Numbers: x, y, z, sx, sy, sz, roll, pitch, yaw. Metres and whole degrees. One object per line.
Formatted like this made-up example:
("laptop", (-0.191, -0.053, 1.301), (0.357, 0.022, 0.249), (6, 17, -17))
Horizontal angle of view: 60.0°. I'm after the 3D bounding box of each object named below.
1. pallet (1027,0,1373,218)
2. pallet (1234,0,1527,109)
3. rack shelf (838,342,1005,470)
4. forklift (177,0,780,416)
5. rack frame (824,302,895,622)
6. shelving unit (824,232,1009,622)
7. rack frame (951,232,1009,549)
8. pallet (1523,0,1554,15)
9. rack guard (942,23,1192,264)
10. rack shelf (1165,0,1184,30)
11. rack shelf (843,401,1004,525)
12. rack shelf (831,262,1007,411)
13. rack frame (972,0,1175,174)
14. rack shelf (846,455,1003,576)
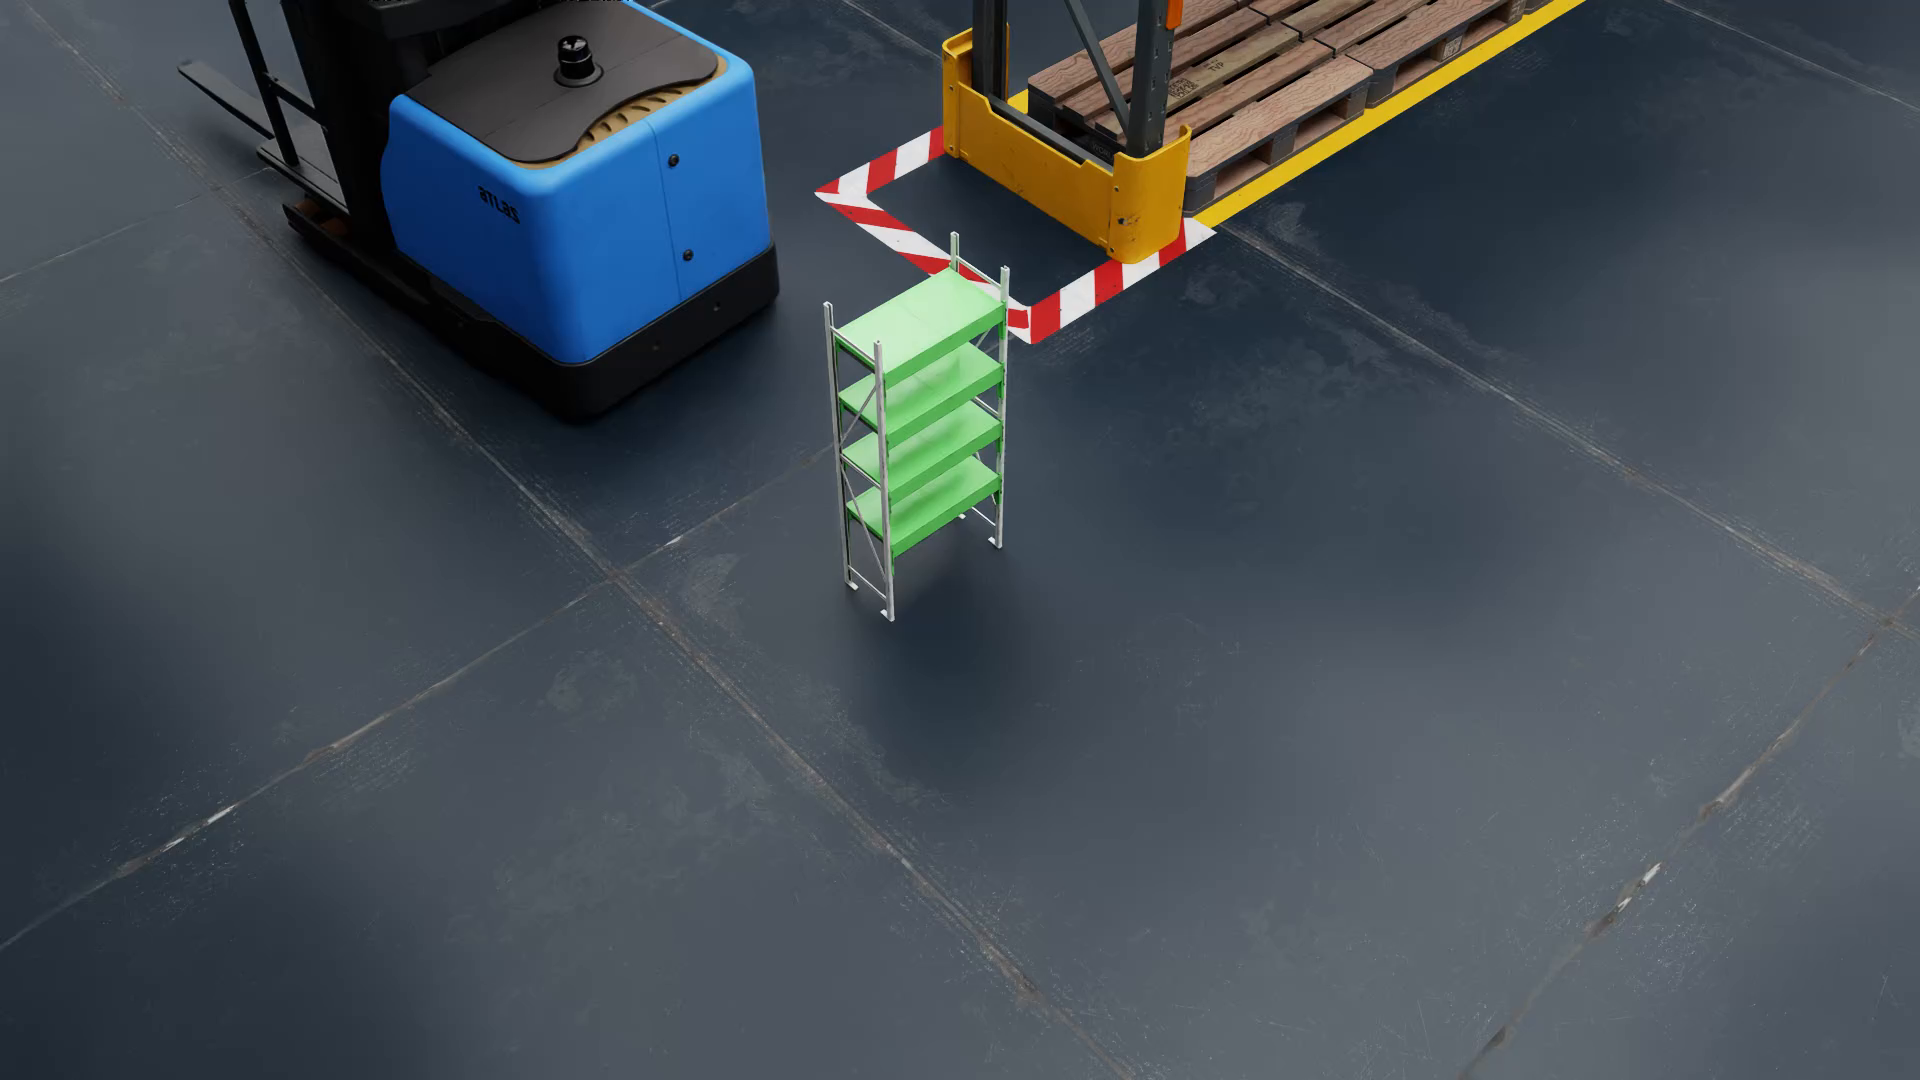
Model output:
("pallet", (1.065, -1.985, 7.438), (1.213, 0.211, 1.003), (-34, 56, -27))
("pallet", (1.968, -2.585, 7.992), (1.213, 0.211, 1.003), (-34, 56, -27))
("rack shelf", (-0.122, -0.444, 5.104), (0.480, 0.148, 0.258), (-34, 56, -27))
("forklift", (-2.142, -2.398, 5.968), (3.031, 2.935, 1.130), (34, 56, 27))
("rack frame", (-0.303, -0.204, 5.122), (0.015, 1.200, 0.240), (-34, 56, -27))
("shelving unit", (-0.122, -0.325, 5.234), (0.503, 1.200, 0.258), (-34, 56, -27))
("rack frame", (0.058, -0.446, 5.345), (0.015, 1.200, 0.240), (-34, 56, -27))
("pallet", (2.871, -3.191, 8.551), (1.213, 0.211, 1.003), (-34, 56, -27))
("rack guard", (0.420, -1.677, 6.958), (0.348, 0.500, 1.175), (-34, 56, -27))
("rack shelf", (1.909, -3.289, 7.233), (4.000, 0.370, 1.077), (-34, 56, -27))
("rack shelf", (-0.122, -0.282, 5.280), (0.480, 0.148, 0.258), (-34, 56, -27))
("rack shelf", (-0.122, -0.607, 4.928), (0.480, 0.148, 0.258), (-34, 56, -27))
("rack frame", (0.429, -2.544, 6.056), (0.127, 3.000, 1.000), (-34, 56, -27))
("rack shelf", (-0.122, -0.119, 5.457), (0.480, 0.148, 0.258), (-34, 56, -27))
